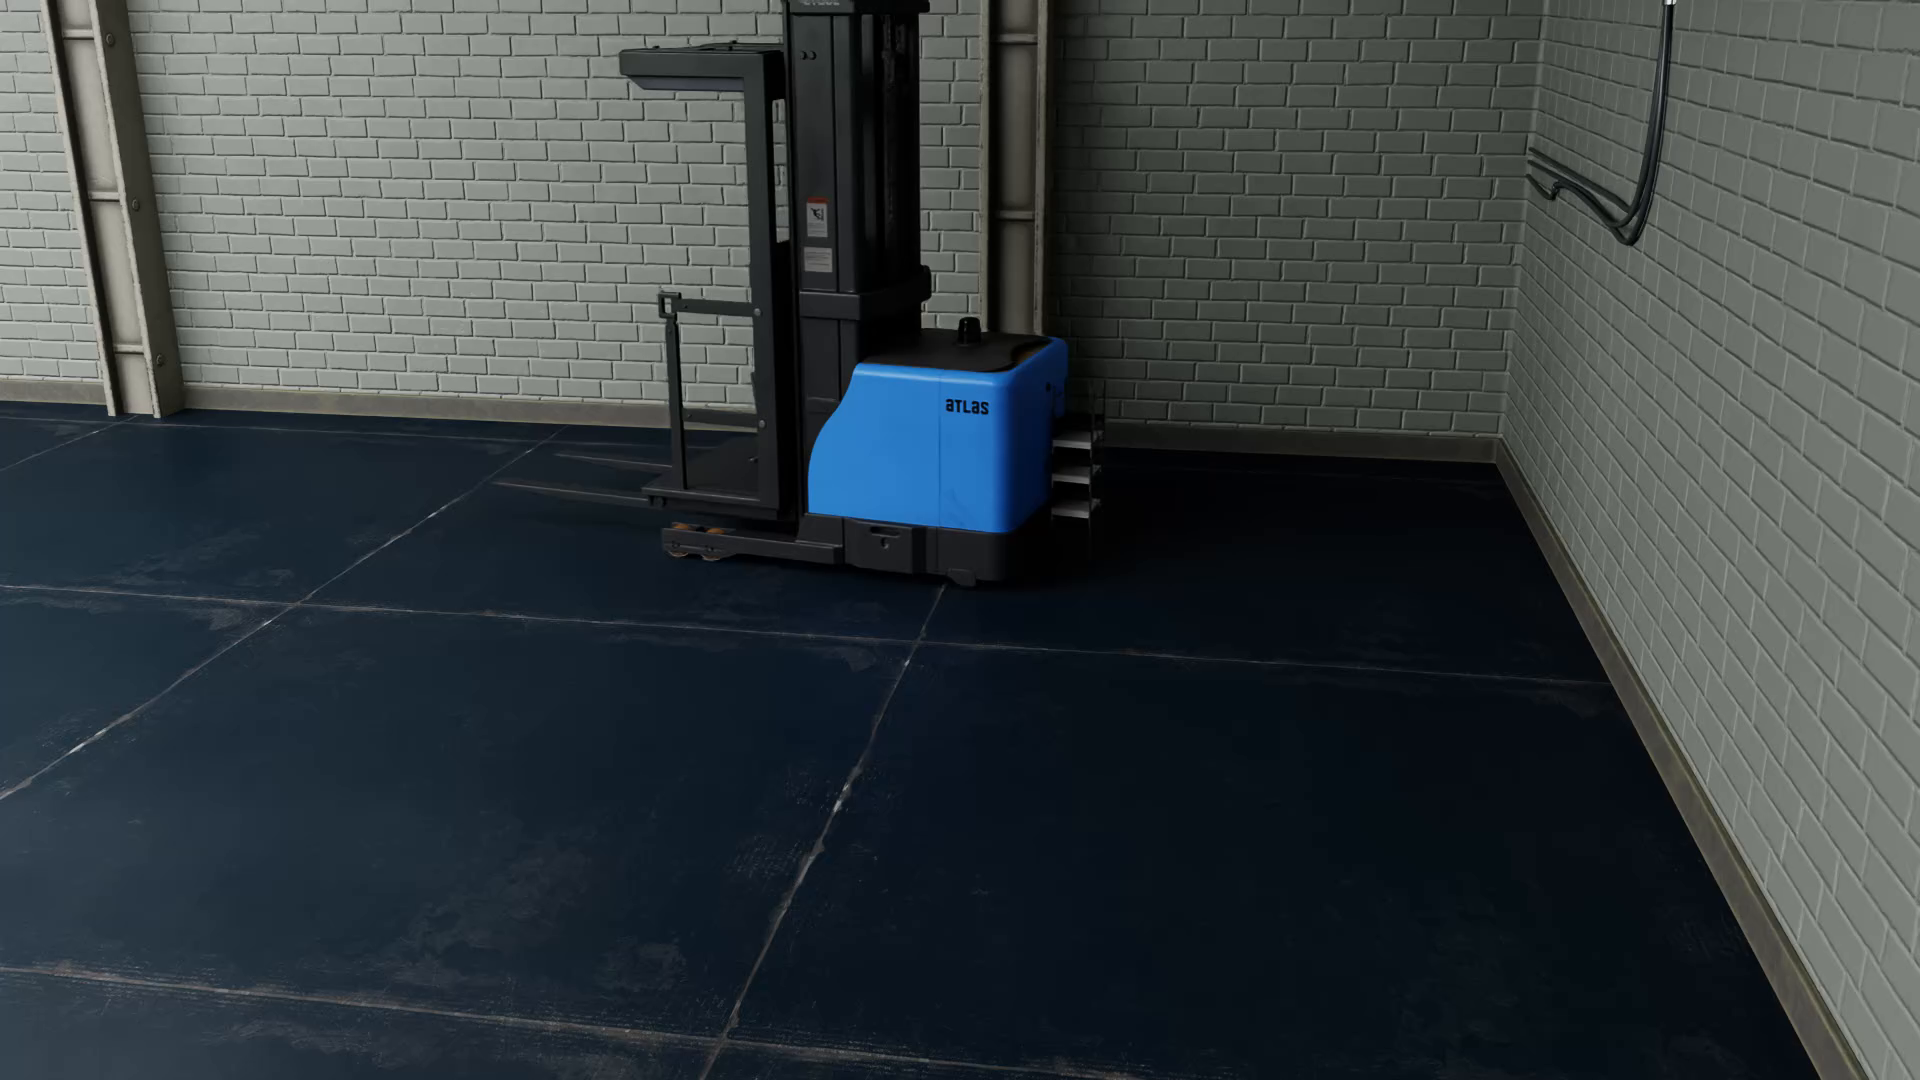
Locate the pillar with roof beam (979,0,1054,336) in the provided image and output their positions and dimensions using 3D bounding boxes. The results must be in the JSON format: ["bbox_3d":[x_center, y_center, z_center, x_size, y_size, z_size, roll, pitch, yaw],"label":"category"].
[{"bbox_3d":[-0.348,-3.503,5.090,0.400,9.000,9.100,3,19,9],"label":"pillar with roof beam"}]

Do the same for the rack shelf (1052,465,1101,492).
[{"bbox_3d":[0.598,-0.325,8.460,0.200,0.077,0.258,6,20,18],"label":"rack shelf"}]

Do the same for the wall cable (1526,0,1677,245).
[{"bbox_3d":[3.034,-2.816,7.932,0.112,2.526,3.097,3,19,9],"label":"wall cable"}]

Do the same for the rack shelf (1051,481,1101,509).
[{"bbox_3d":[0.598,-0.239,8.489,0.200,0.077,0.258,6,20,18],"label":"rack shelf"}]

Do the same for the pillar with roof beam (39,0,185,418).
[{"bbox_3d":[-6.272,-3.805,5.992,0.400,9.000,9.100,3,19,9],"label":"pillar with roof beam"}]

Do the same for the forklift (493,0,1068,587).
[{"bbox_3d":[-1.004,-1.430,8.457,3.031,2.935,1.130,6,20,18],"label":"forklift"}]

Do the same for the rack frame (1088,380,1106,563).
[{"bbox_3d":[0.693,-0.346,8.418,0.006,0.900,0.240,6,20,18],"label":"rack frame"}]

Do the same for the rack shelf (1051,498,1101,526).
[{"bbox_3d":[0.598,-0.154,8.517,0.200,0.077,0.258,6,20,18],"label":"rack shelf"}]

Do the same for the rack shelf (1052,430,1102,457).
[{"bbox_3d":[0.598,-0.495,8.403,0.200,0.077,0.258,6,20,18],"label":"rack shelf"}]

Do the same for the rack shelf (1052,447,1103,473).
[{"bbox_3d":[0.598,-0.410,8.432,0.200,0.077,0.258,6,20,18],"label":"rack shelf"}]

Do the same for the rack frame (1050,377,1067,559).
[{"bbox_3d":[0.502,-0.367,8.482,0.006,0.900,0.240,6,20,18],"label":"rack frame"}]

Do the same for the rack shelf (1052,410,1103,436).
[{"bbox_3d":[0.598,-0.581,8.375,0.200,0.077,0.258,6,20,18],"label":"rack shelf"}]

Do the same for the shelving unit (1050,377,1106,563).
[{"bbox_3d":[0.598,-0.356,8.450,0.210,0.900,0.258,6,20,18],"label":"shelving unit"}]
